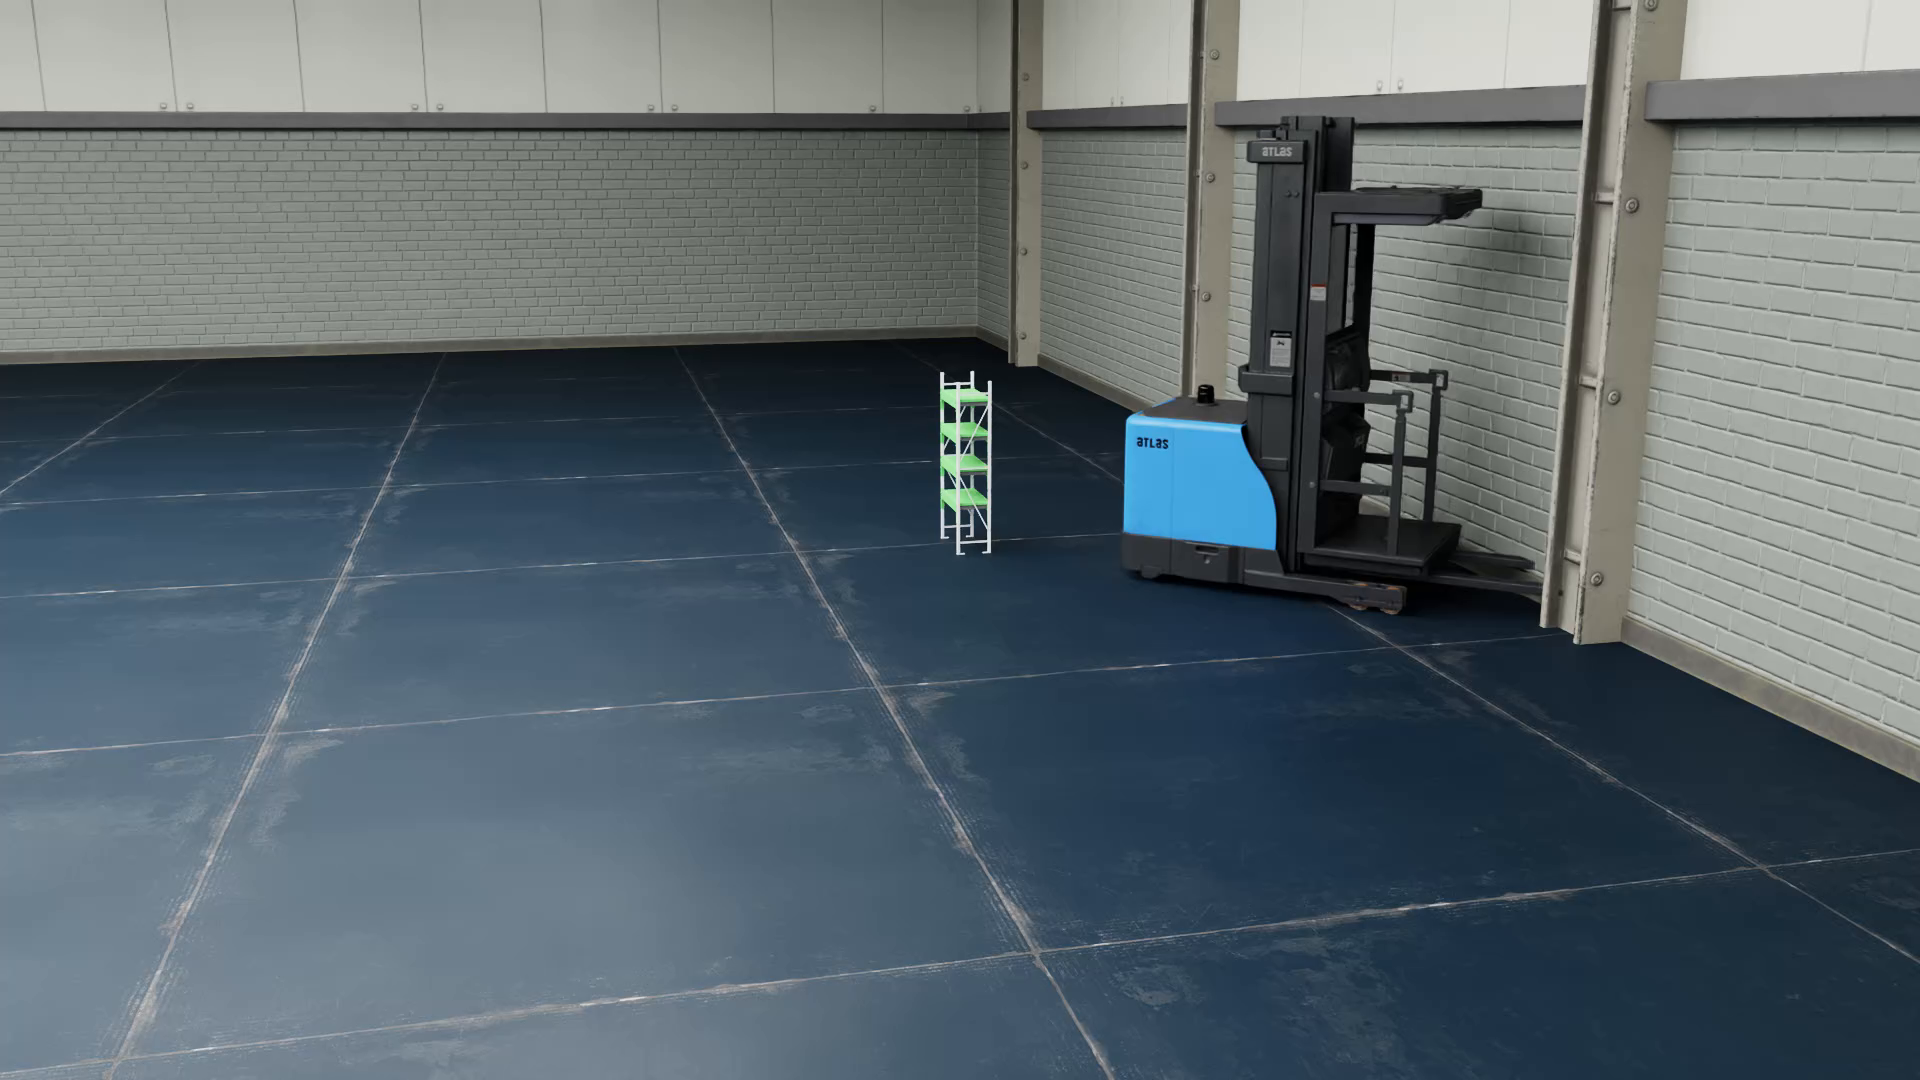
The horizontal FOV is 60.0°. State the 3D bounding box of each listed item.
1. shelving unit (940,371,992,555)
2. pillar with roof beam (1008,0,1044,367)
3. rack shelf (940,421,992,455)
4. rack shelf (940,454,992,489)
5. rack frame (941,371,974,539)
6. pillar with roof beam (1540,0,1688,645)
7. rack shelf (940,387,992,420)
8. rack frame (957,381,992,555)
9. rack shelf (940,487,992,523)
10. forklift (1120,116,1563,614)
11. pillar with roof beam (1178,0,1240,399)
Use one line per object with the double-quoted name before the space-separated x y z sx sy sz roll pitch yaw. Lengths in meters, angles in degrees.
"shelving unit" 0.039 -0.545 11.628 0.258 1.200 0.503 -3 14 -13
"pillar with roof beam" -3.374 -6.357 18.987 9.100 9.000 0.400 -3 14 -13
"rack shelf" 0.039 -0.716 11.587 0.258 0.148 0.480 -3 14 -13
"rack shelf" 0.039 -0.483 11.644 0.258 0.148 0.480 -3 14 -13
"rack frame" -0.018 -0.601 11.859 0.240 1.200 0.015 -3 14 -13
"pillar with roof beam" -0.556 -3.589 7.656 9.100 9.000 0.400 -3 14 -13
"rack shelf" 0.039 -0.949 11.530 0.258 0.148 0.480 -3 14 -13
"rack frame" 0.096 -0.488 11.398 0.240 1.200 0.015 -3 14 -13
"rack shelf" 0.039 -0.249 11.700 0.258 0.148 0.480 -3 14 -13
"forklift" 2.601 -1.117 10.322 3.031 2.935 1.130 7 15 27
"pillar with roof beam" -1.965 -4.973 13.322 9.100 9.000 0.400 -3 14 -13
